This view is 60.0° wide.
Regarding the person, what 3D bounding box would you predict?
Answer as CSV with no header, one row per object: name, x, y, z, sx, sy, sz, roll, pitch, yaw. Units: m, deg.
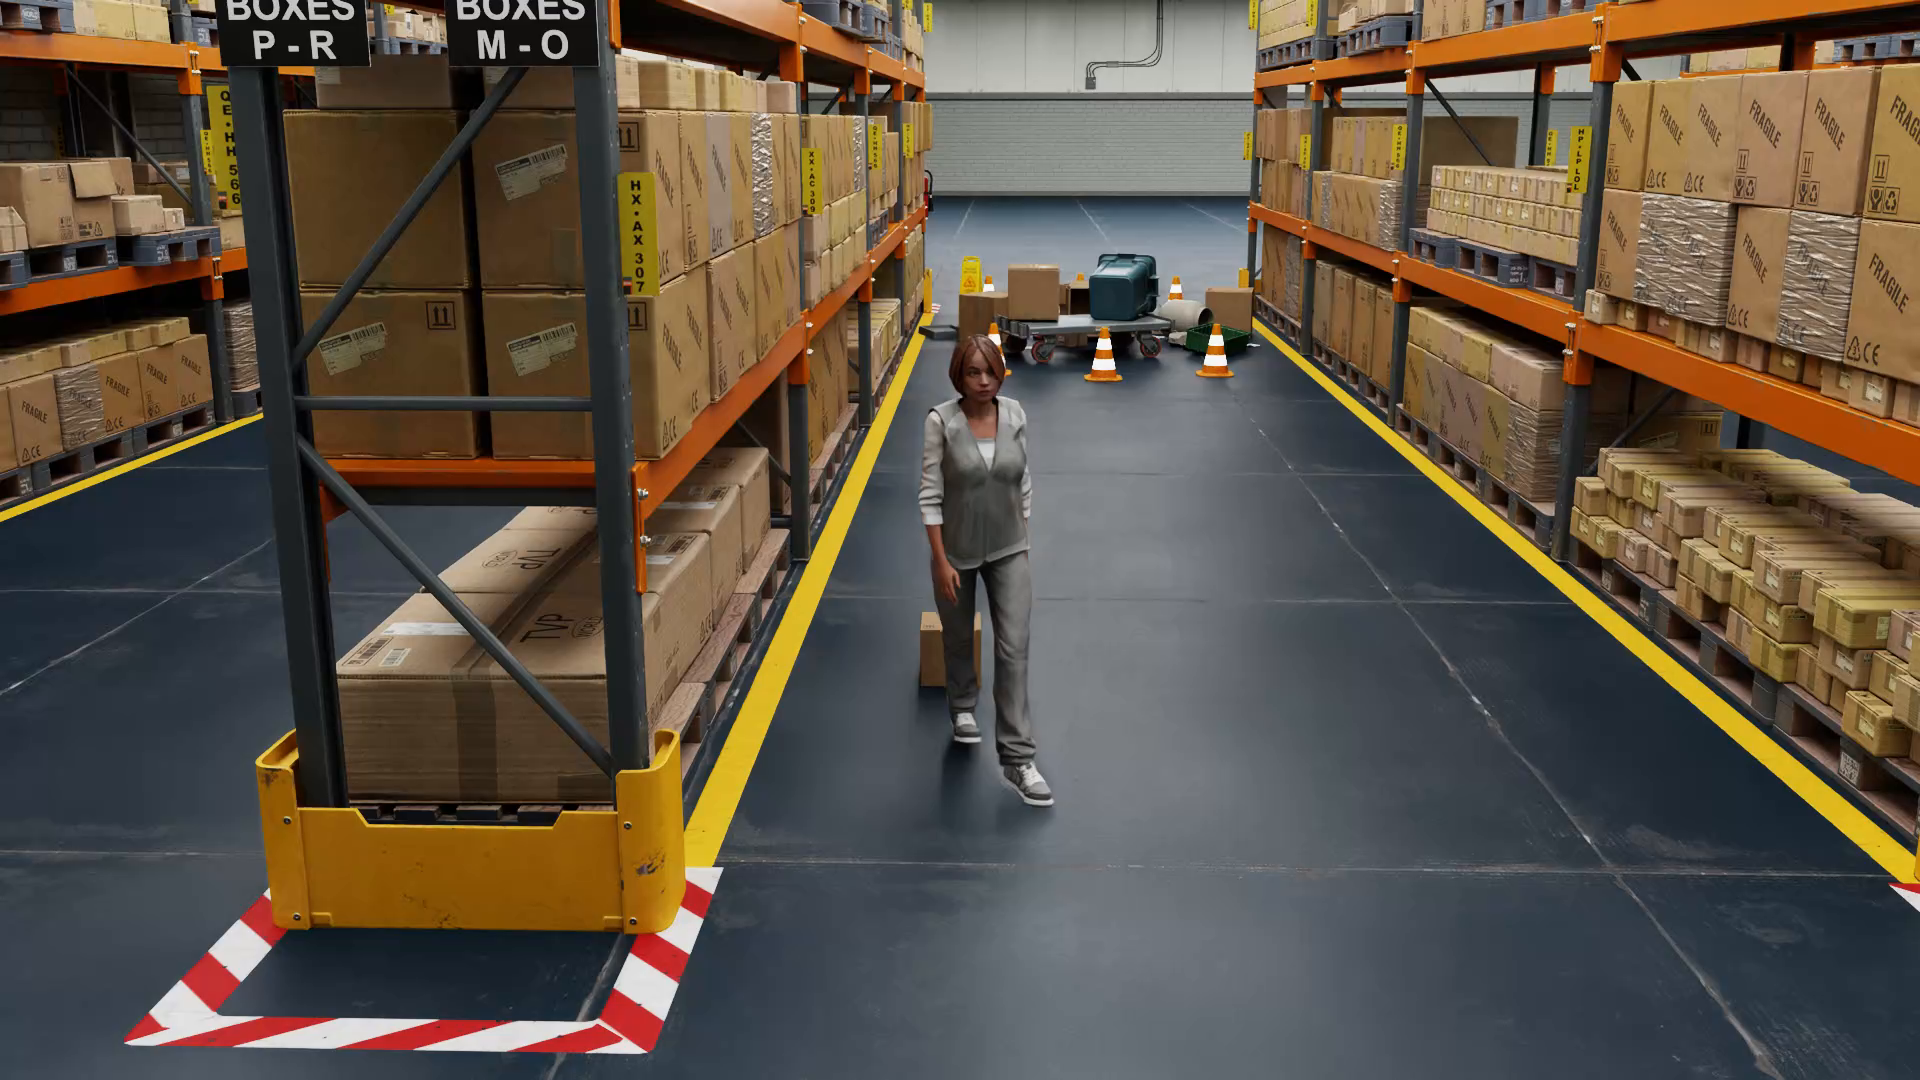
person,0.063,0.056,5.762,0.418,1.547,0.866,-2,14,-8
